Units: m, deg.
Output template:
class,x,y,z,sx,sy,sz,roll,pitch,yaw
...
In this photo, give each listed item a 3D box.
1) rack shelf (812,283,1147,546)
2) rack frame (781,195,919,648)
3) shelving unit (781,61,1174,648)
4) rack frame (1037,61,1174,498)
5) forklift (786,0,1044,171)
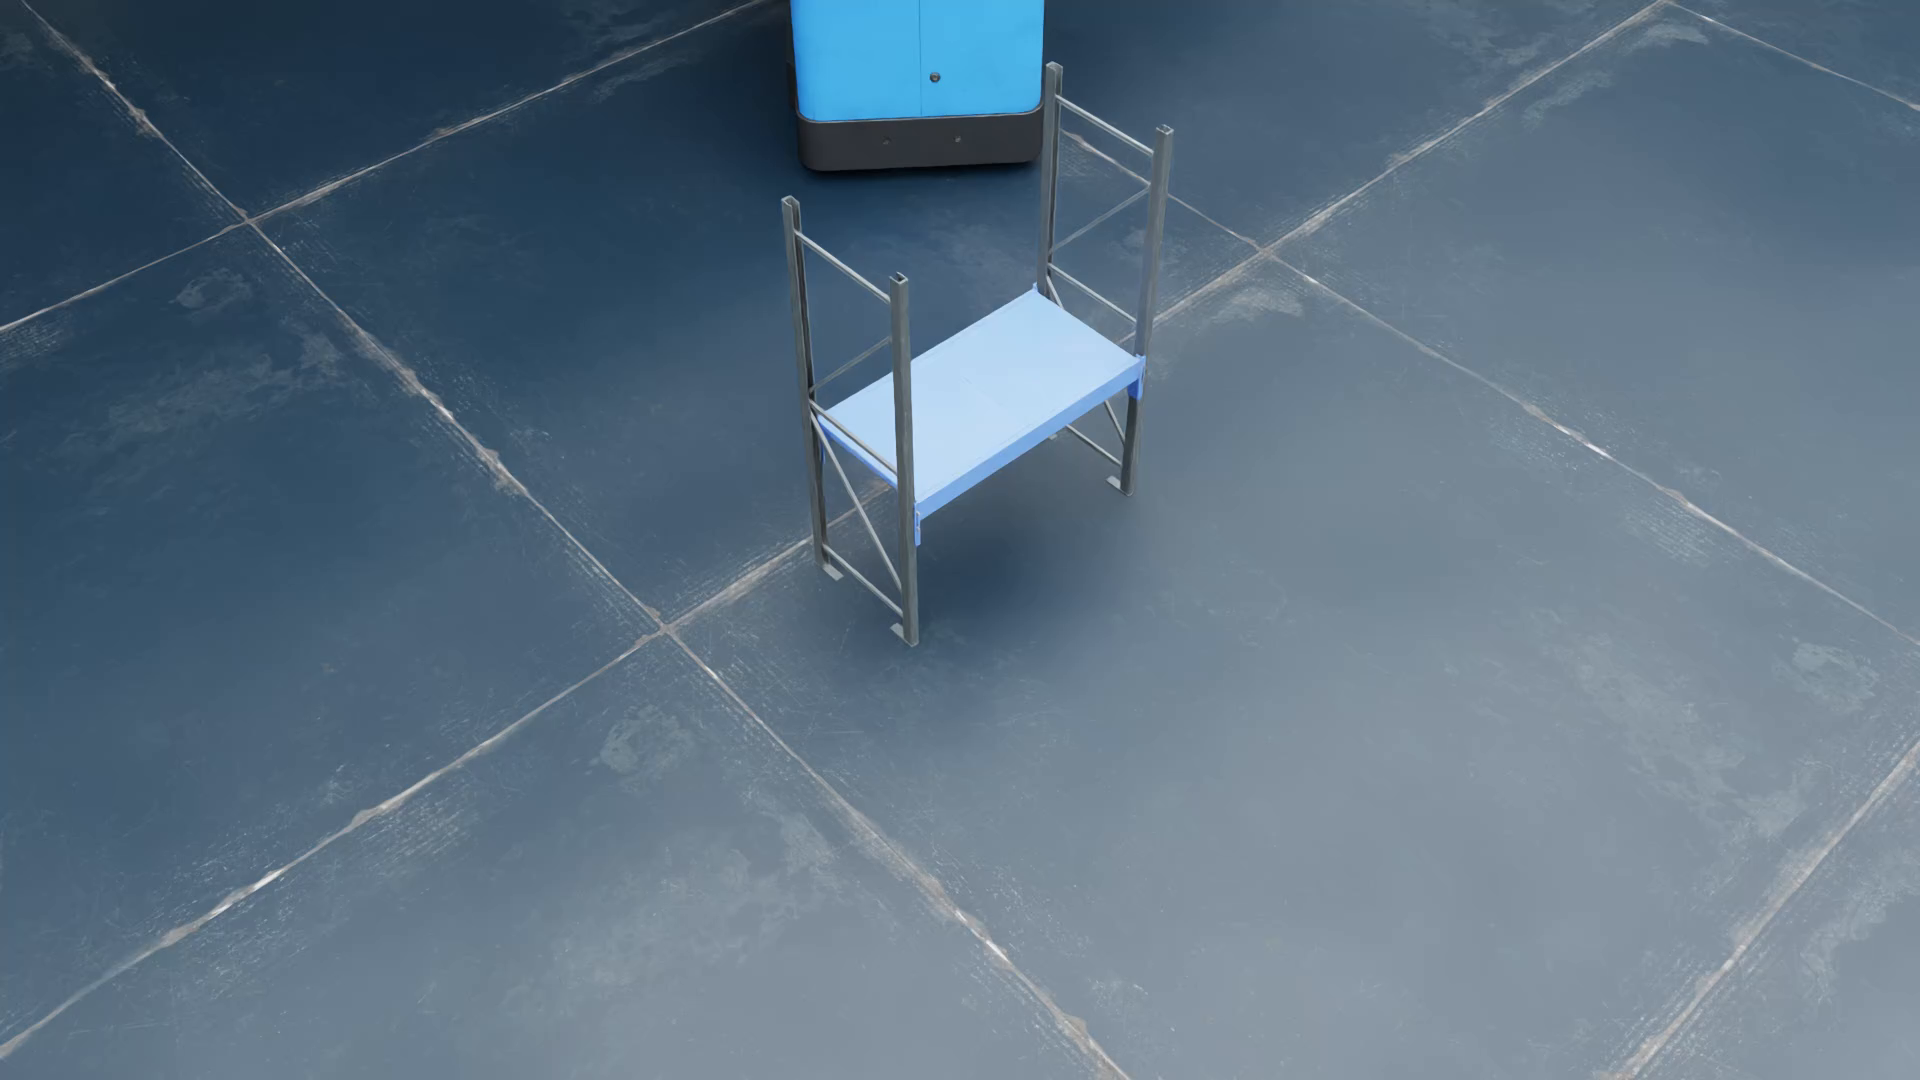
class,x,y,z,sx,sy,sz,roll,pitch,yaw
rack shelf,0.063,-0.429,5.370,1.000,0.185,0.538,-34,56,-27
rack frame,-0.313,-0.299,5.006,0.032,1.500,0.500,-34,56,-27
shelving unit,0.063,-0.551,5.238,1.048,1.500,0.538,-34,56,-27
rack frame,0.439,-0.802,5.470,0.032,1.500,0.500,-34,56,-27
forklift,-0.274,-3.655,7.128,1.130,2.935,3.031,-3,47,-3
